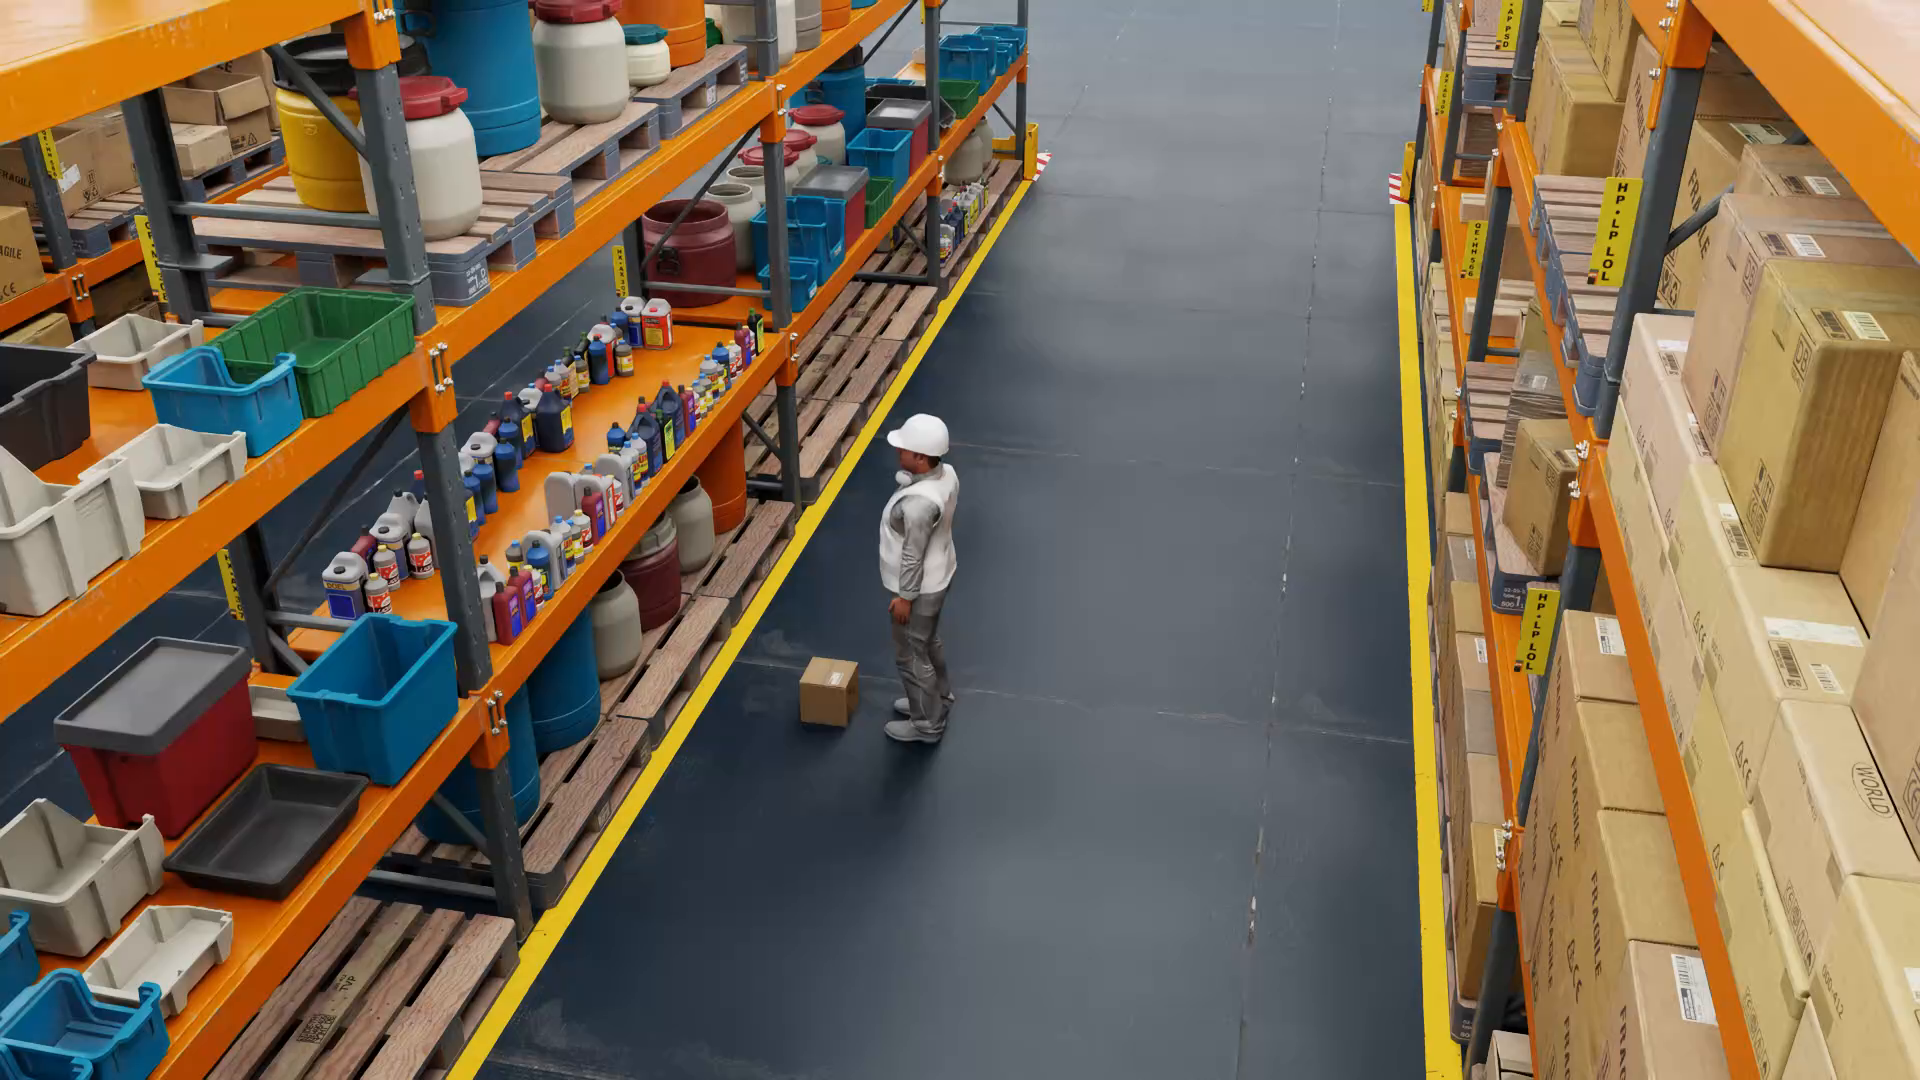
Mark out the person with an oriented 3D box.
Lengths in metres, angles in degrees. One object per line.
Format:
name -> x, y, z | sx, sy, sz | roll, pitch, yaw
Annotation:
person -> -0.209, 0.191, 8.247 | 0.356, 1.769, 0.531 | 7, 29, 12
